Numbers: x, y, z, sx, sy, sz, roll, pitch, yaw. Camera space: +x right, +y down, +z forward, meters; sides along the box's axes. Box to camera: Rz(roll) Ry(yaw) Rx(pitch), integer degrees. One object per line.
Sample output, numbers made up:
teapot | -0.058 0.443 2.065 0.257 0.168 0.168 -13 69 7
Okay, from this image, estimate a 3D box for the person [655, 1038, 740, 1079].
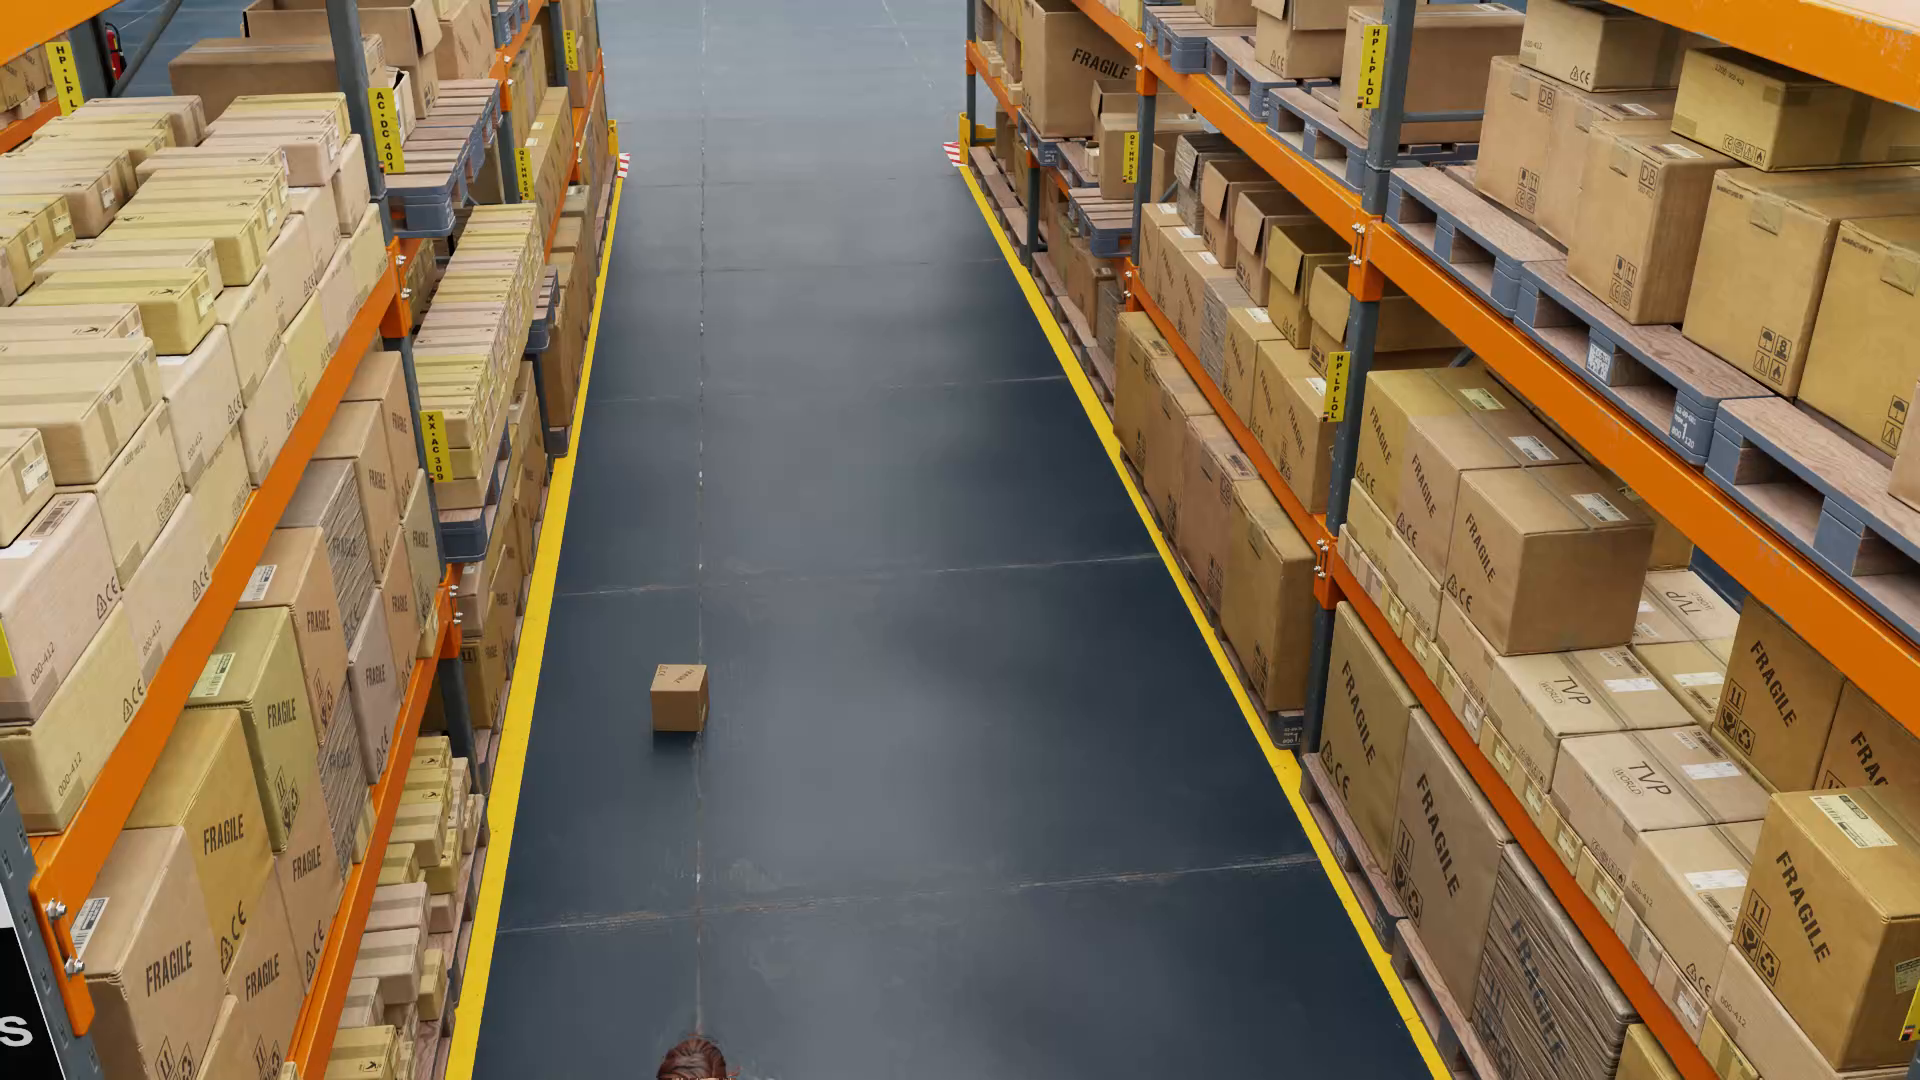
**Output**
person | -0.669 2.073 4.547 0.448 1.660 0.456 -1 27 -1
